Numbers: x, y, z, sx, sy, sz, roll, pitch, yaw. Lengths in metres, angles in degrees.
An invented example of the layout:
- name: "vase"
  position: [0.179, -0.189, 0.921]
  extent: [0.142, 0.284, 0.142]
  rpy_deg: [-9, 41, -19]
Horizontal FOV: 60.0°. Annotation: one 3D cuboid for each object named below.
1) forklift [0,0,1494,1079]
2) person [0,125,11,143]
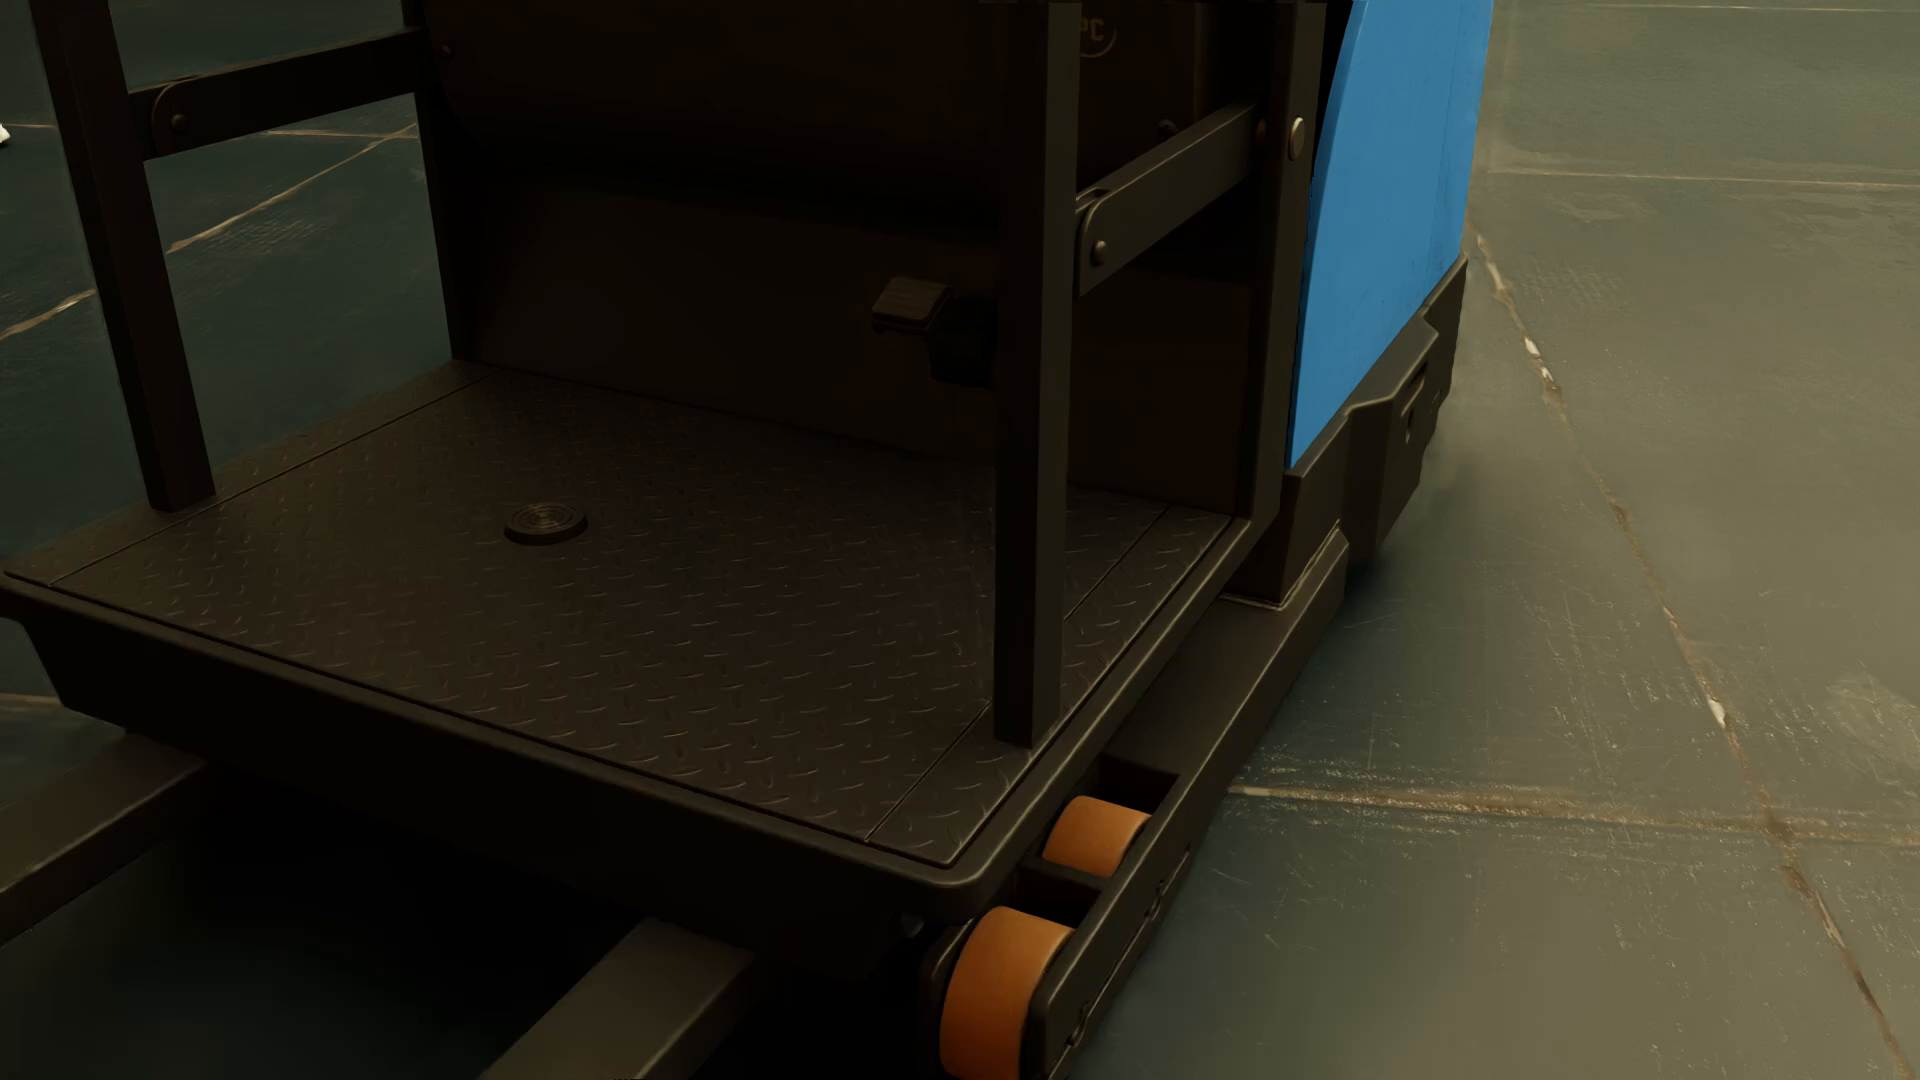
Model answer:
- name: "forklift"
  position: [-0.269, -1.037, 1.295]
  extent: [1.130, 2.935, 3.031]
  rpy_deg: [13, 29, 24]
- name: "person"
  position: [-3.078, -1.801, 4.268]
  extent: [0.369, 1.649, 0.726]
  rpy_deg: [23, 35, 38]
